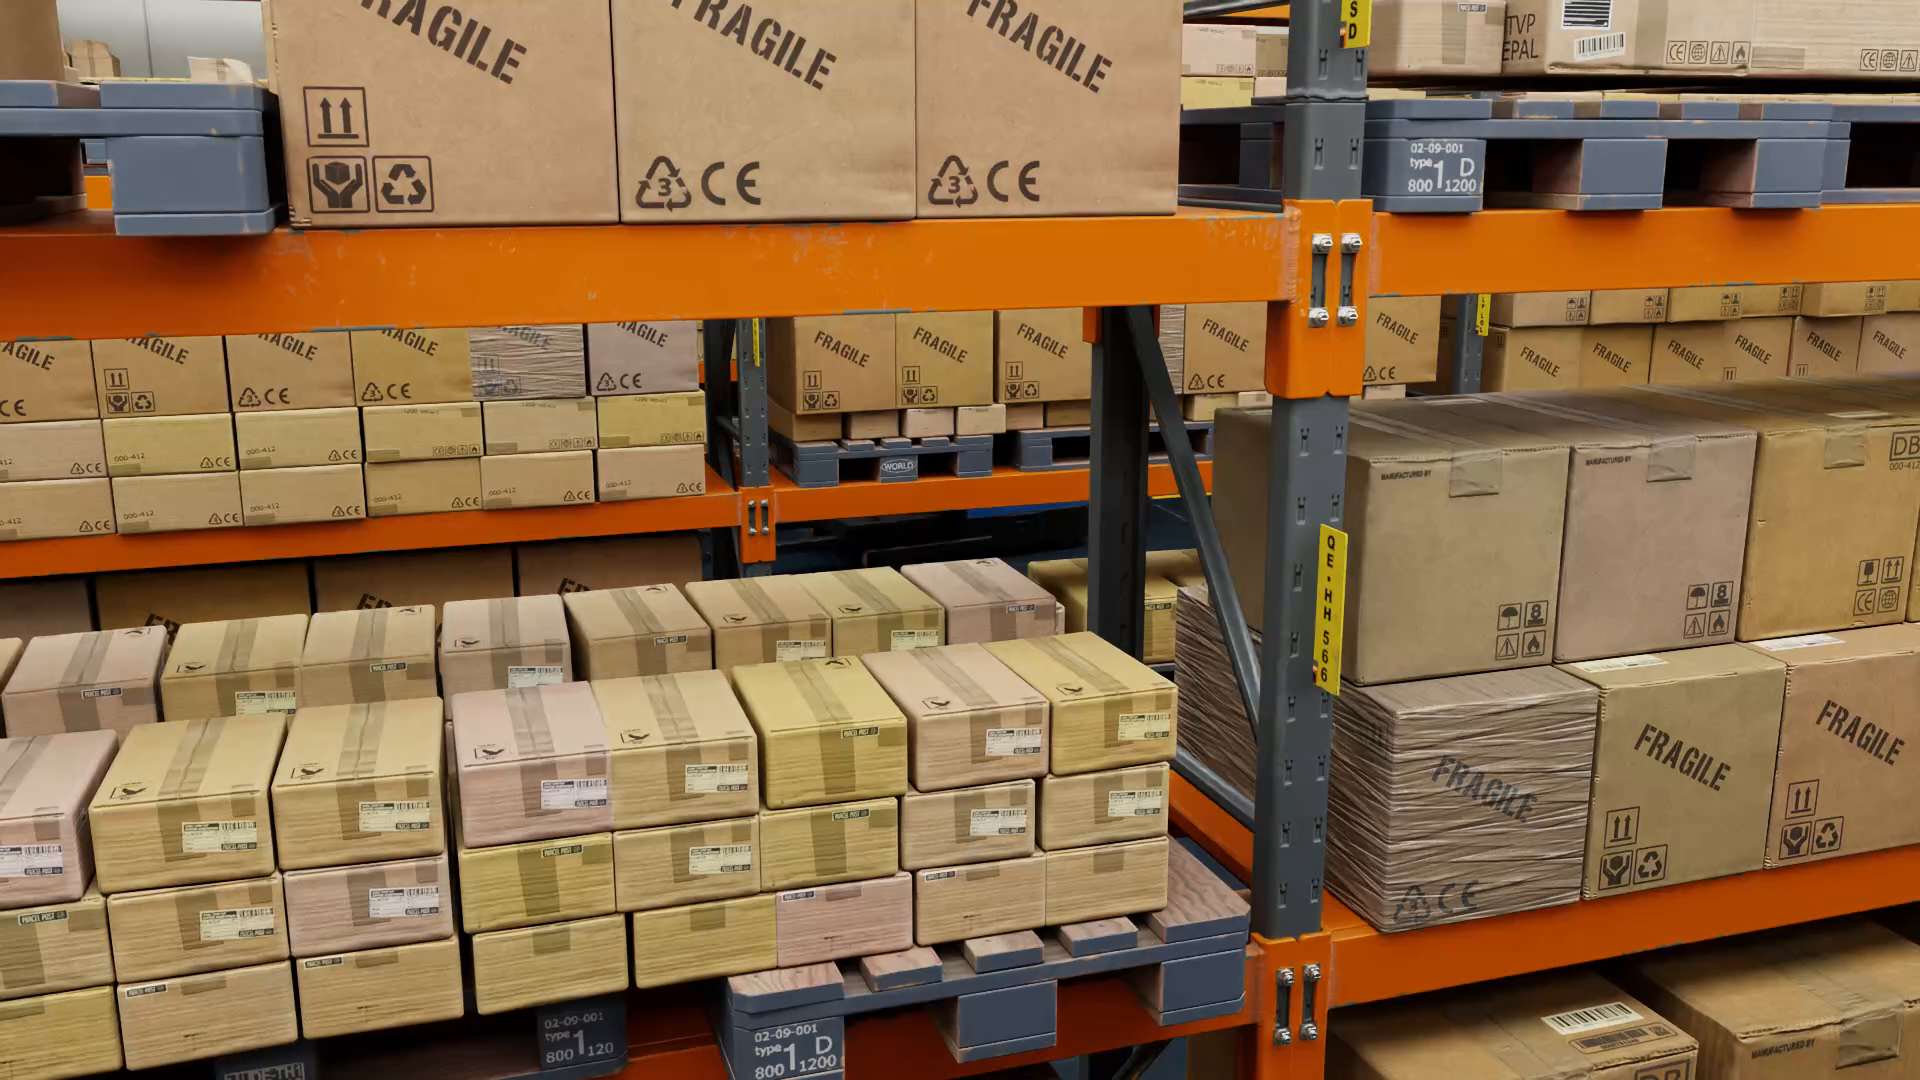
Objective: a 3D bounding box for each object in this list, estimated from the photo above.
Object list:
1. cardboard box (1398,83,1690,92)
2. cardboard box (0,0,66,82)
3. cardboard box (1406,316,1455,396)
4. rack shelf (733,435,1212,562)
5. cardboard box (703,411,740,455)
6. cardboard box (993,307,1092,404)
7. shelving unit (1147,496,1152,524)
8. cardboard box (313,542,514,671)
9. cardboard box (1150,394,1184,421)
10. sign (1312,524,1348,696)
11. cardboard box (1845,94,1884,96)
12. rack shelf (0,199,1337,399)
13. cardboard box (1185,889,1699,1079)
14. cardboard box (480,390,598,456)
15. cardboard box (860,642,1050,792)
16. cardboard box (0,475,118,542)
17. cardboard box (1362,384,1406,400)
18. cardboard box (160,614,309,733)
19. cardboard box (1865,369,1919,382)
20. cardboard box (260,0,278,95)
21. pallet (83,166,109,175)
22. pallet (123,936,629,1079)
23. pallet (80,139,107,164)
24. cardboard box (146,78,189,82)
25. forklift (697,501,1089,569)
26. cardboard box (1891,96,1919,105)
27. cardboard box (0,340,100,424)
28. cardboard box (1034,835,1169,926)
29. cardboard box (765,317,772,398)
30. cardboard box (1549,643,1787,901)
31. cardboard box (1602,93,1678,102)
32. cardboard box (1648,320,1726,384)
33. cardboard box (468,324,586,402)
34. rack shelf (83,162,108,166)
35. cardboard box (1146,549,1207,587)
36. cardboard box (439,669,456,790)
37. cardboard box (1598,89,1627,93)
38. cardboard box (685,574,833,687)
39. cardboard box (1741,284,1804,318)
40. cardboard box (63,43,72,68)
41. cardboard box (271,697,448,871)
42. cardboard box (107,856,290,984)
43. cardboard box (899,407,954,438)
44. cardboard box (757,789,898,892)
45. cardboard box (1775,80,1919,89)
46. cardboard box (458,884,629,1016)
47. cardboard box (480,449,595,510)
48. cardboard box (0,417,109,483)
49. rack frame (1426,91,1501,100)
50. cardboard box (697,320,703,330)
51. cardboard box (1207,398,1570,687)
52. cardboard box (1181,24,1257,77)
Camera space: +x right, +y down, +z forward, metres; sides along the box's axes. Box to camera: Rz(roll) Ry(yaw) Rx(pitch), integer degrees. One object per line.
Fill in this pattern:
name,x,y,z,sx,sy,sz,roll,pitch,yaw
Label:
cardboard box,1.435,-1.269,4.082,0.500,0.311,0.500,-4,14,-18
cardboard box,-1.745,-0.961,2.587,0.637,0.503,0.797,-5,14,-19
cardboard box,2.998,-1.111,9.973,0.500,0.500,0.500,-5,14,-20
rack shelf,0.761,-0.333,9.114,4.000,0.370,1.077,-4,14,-18
cardboard box,-2.126,-0.716,13.393,0.625,0.625,0.875,-4,14,-16
cardboard box,0.359,-0.996,8.581,0.500,0.500,0.500,-4,14,-17
shelving unit,1.097,-0.866,13.035,0.755,1.500,0.431,-6,15,-25
cardboard box,-2.662,0.392,8.197,0.875,0.875,0.875,-4,14,-17
cardboard box,1.003,-0.745,8.928,0.250,0.149,0.380,-5,14,-20
sign,0.722,0.137,3.255,0.005,0.325,0.100,-4,14,-18
cardboard box,5.238,-2.703,9.864,0.250,0.149,0.380,-4,14,-18
rack shelf,-1.356,-0.419,2.993,4.000,0.370,1.077,-4,14,-18
cardboard box,1.146,1.408,4.195,0.750,0.750,1.050,-5,14,-19
cardboard box,-1.997,-0.575,7.823,0.500,0.250,0.500,-5,14,-20
cardboard box,-0.017,0.326,3.139,0.250,0.149,0.380,-5,14,-19
cardboard box,-3.934,-0.180,7.242,0.500,0.250,0.500,-5,14,-19
cardboard box,2.257,-0.814,9.218,0.250,0.149,0.380,-4,14,-17
cardboard box,-1.443,0.278,3.341,0.250,0.149,0.380,-5,14,-19
cardboard box,2.896,-0.174,4.514,0.500,0.500,0.700,-4,14,-18
cardboard box,-2.713,-2.054,7.189,0.500,0.500,0.500,-4,14,-18
pallet,-4.072,-1.685,7.174,1.217,0.209,0.805,-5,14,-20
pallet,-1.323,0.791,3.248,1.213,0.211,1.003,-4,14,-18
pallet,-5.872,-2.729,11.557,1.003,0.211,1.213,-4,14,-18
cardboard box,-5.370,-3.058,11.313,0.250,0.149,0.380,-5,14,-19
forklift,-0.579,-1.338,11.935,3.031,2.935,1.130,-7,15,-26
cardboard box,5.567,-2.526,9.979,0.500,0.250,0.500,-5,14,-19
cardboard box,-3.944,-0.788,7.097,0.500,0.500,0.500,-5,14,-18
cardboard box,0.219,0.598,3.281,0.250,0.149,0.380,-4,14,-17
cardboard box,-0.792,-1.027,8.713,0.500,0.500,0.500,-5,14,-20
cardboard box,1.533,0.482,3.917,0.500,0.500,0.500,-5,14,-19
cardboard box,3.647,-2.374,9.340,0.500,0.250,0.500,-5,14,-19
cardboard box,4.111,-1.071,9.806,0.500,0.500,0.500,-5,14,-19
cardboard box,-2.025,-0.935,7.715,0.500,0.500,0.500,-4,14,-17
rack shelf,-4.617,-2.585,12.102,4.000,0.370,1.077,-4,14,-18
cardboard box,1.480,0.337,9.516,0.625,0.372,0.950,-4,14,-15
cardboard box,-0.966,0.386,3.532,0.250,0.149,0.380,-4,14,-18
cardboard box,3.549,-2.550,9.219,0.250,0.149,0.380,-5,14,-20
cardboard box,-0.448,0.201,3.667,0.250,0.149,0.380,-5,14,-18
cardboard box,4.583,-1.617,9.941,0.500,0.500,0.700,-5,14,-18
cardboard box,-6.244,-3.302,11.442,0.258,0.266,0.396,-5,14,-19
cardboard box,-1.005,0.403,2.815,0.250,0.149,0.380,-4,14,-15
cardboard box,-1.249,0.567,2.768,0.250,0.149,0.380,-5,14,-19
cardboard box,-0.215,-0.624,8.419,0.250,0.149,0.380,-5,14,-22
cardboard box,-0.284,0.493,3.082,0.250,0.149,0.380,-4,14,-17
cardboard box,2.258,-1.206,3.817,0.500,0.311,0.500,-5,14,-19
cardboard box,-0.753,0.673,2.967,0.250,0.149,0.380,-5,14,-21
cardboard box,-2.010,-0.327,7.858,0.500,0.250,0.500,-4,14,-17
cardboard box,-3.933,-0.425,7.193,0.500,0.250,0.500,-4,14,-17
rack frame,2.657,-3.749,8.957,0.127,3.000,1.000,-4,14,-18
cardboard box,-2.215,-1.767,12.835,0.500,0.250,0.500,-4,14,-18
cardboard box,0.969,-0.023,3.880,0.500,0.500,0.700,-5,14,-18
cardboard box,1.188,-2.513,8.581,0.500,0.250,0.500,-4,14,-17
